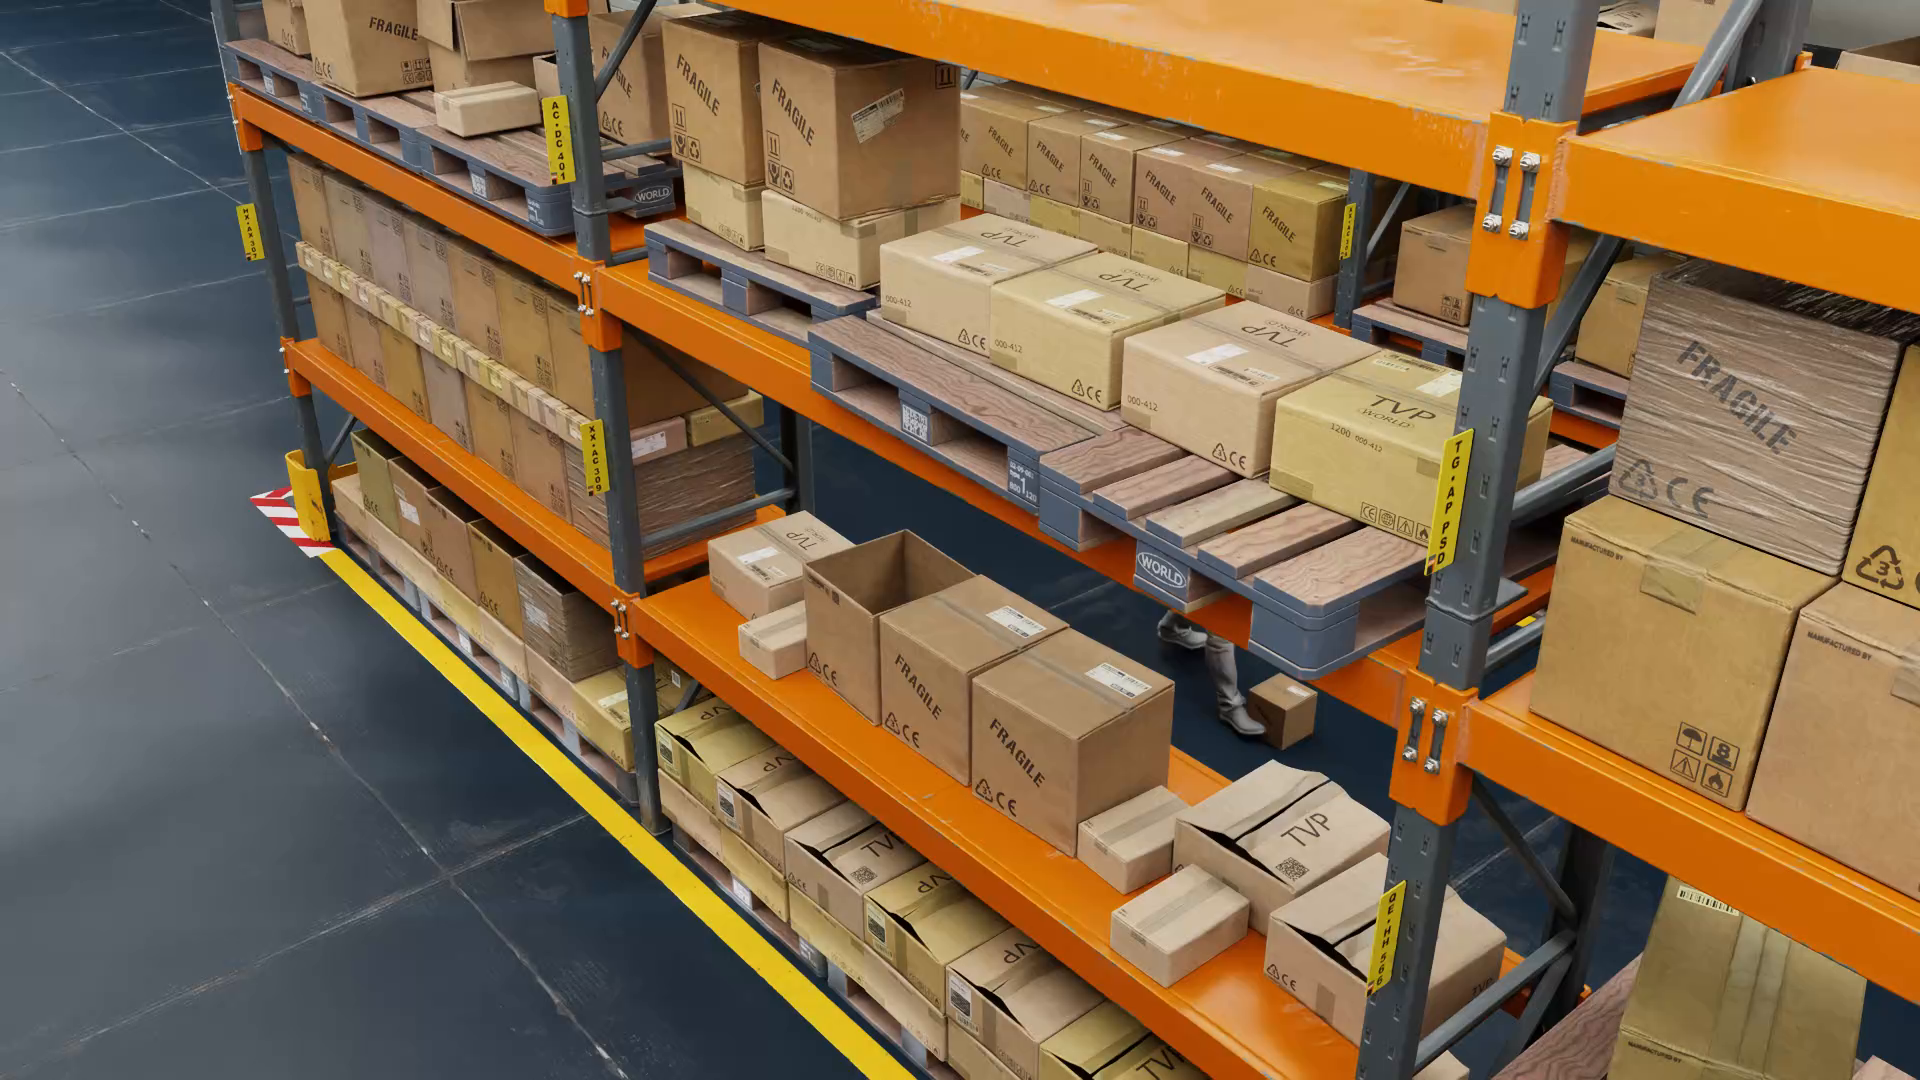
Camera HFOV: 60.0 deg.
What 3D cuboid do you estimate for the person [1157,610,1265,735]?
[{"bbox_3d":[1.358,0.034,8.540,0.939,1.745,0.661,23,35,36],"label":"person"}]
